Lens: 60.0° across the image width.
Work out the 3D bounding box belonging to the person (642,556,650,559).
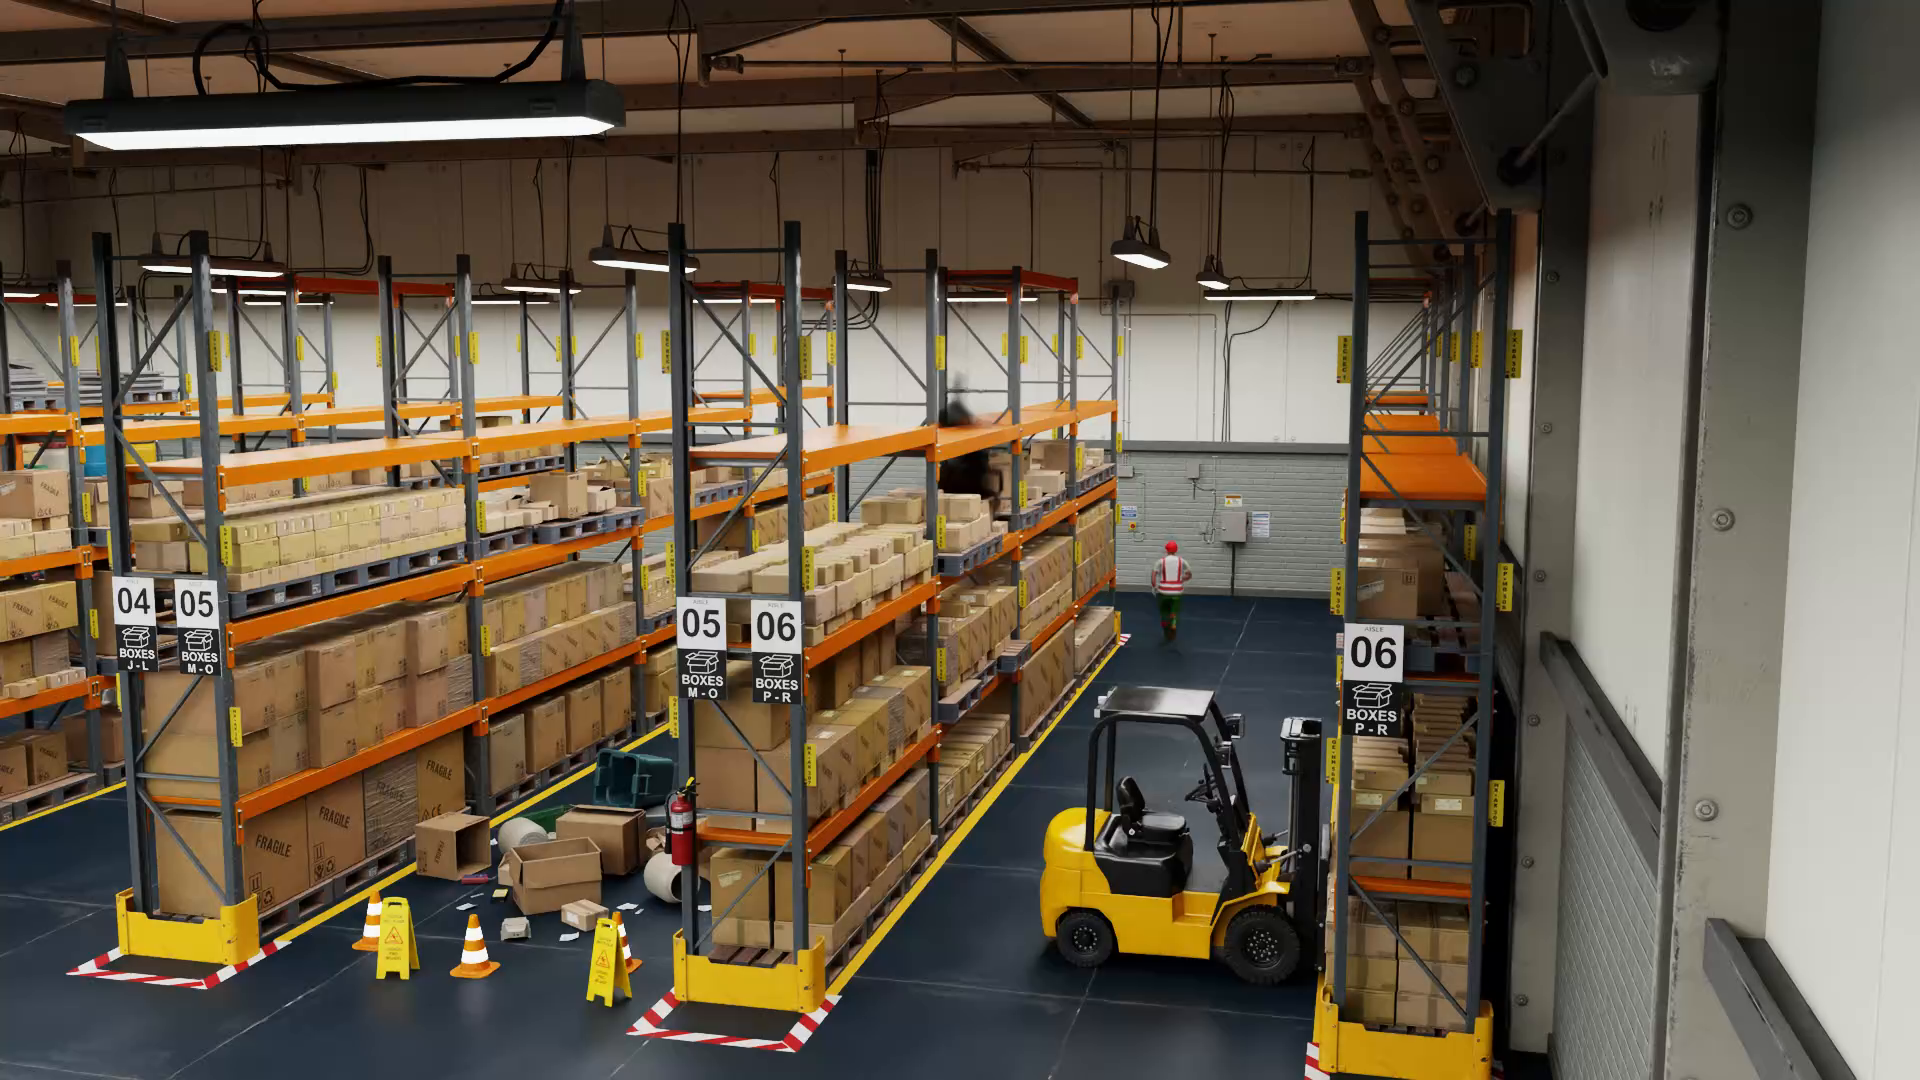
[{"bbox_3d":[-5.033,1.063,27.220,0.585,1.640,0.593,3,7,21],"label":"person"}]

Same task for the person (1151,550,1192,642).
[{"bbox_3d":[3.552,0.916,28.027,0.698,1.721,0.762,0,7,2],"label":"person"}]

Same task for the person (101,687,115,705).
[{"bbox_3d":[-11.752,1.516,23.025,0.707,1.476,0.863,1,7,4],"label":"person"}]
